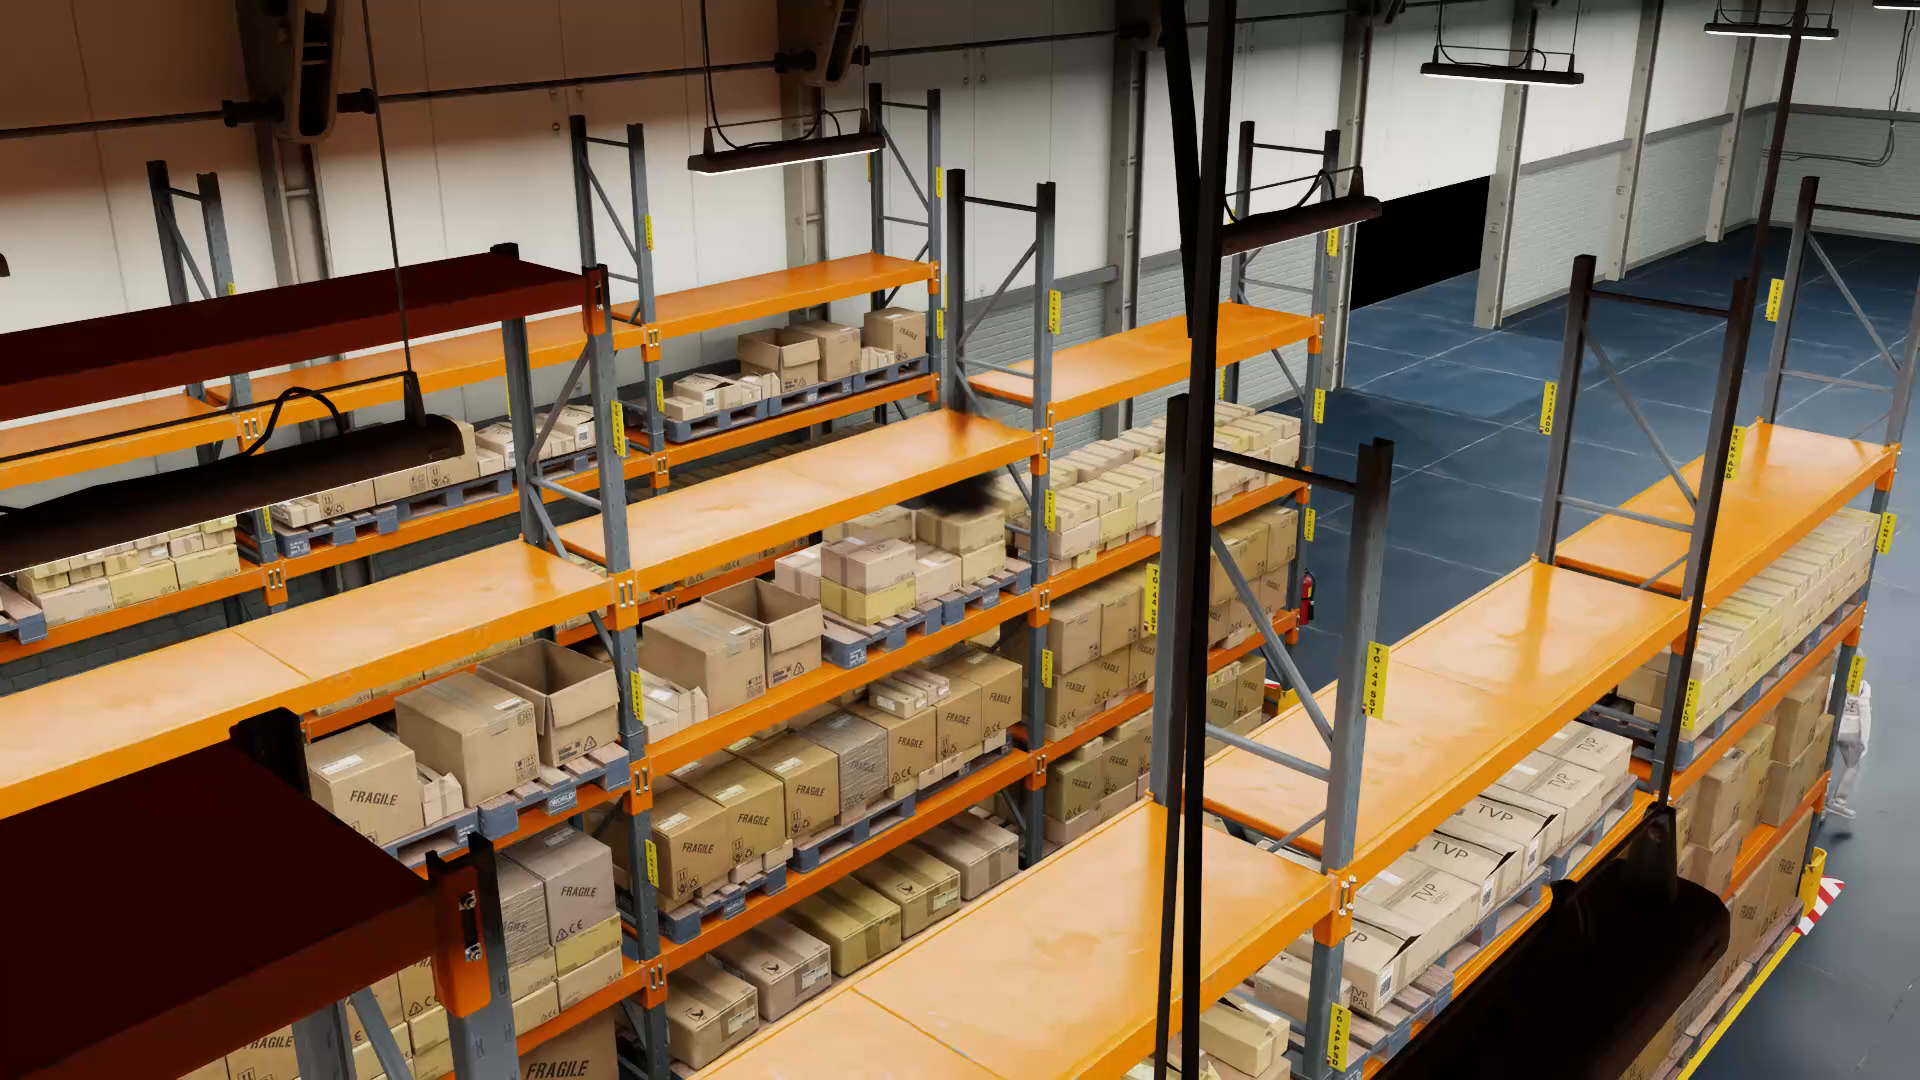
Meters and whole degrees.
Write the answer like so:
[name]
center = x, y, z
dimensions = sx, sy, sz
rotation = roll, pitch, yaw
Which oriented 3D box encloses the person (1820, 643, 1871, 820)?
[person]
center = 7.994, 1.769, 15.142
dimensions = 0.558, 1.662, 0.447
rotation = 12, 24, 28
